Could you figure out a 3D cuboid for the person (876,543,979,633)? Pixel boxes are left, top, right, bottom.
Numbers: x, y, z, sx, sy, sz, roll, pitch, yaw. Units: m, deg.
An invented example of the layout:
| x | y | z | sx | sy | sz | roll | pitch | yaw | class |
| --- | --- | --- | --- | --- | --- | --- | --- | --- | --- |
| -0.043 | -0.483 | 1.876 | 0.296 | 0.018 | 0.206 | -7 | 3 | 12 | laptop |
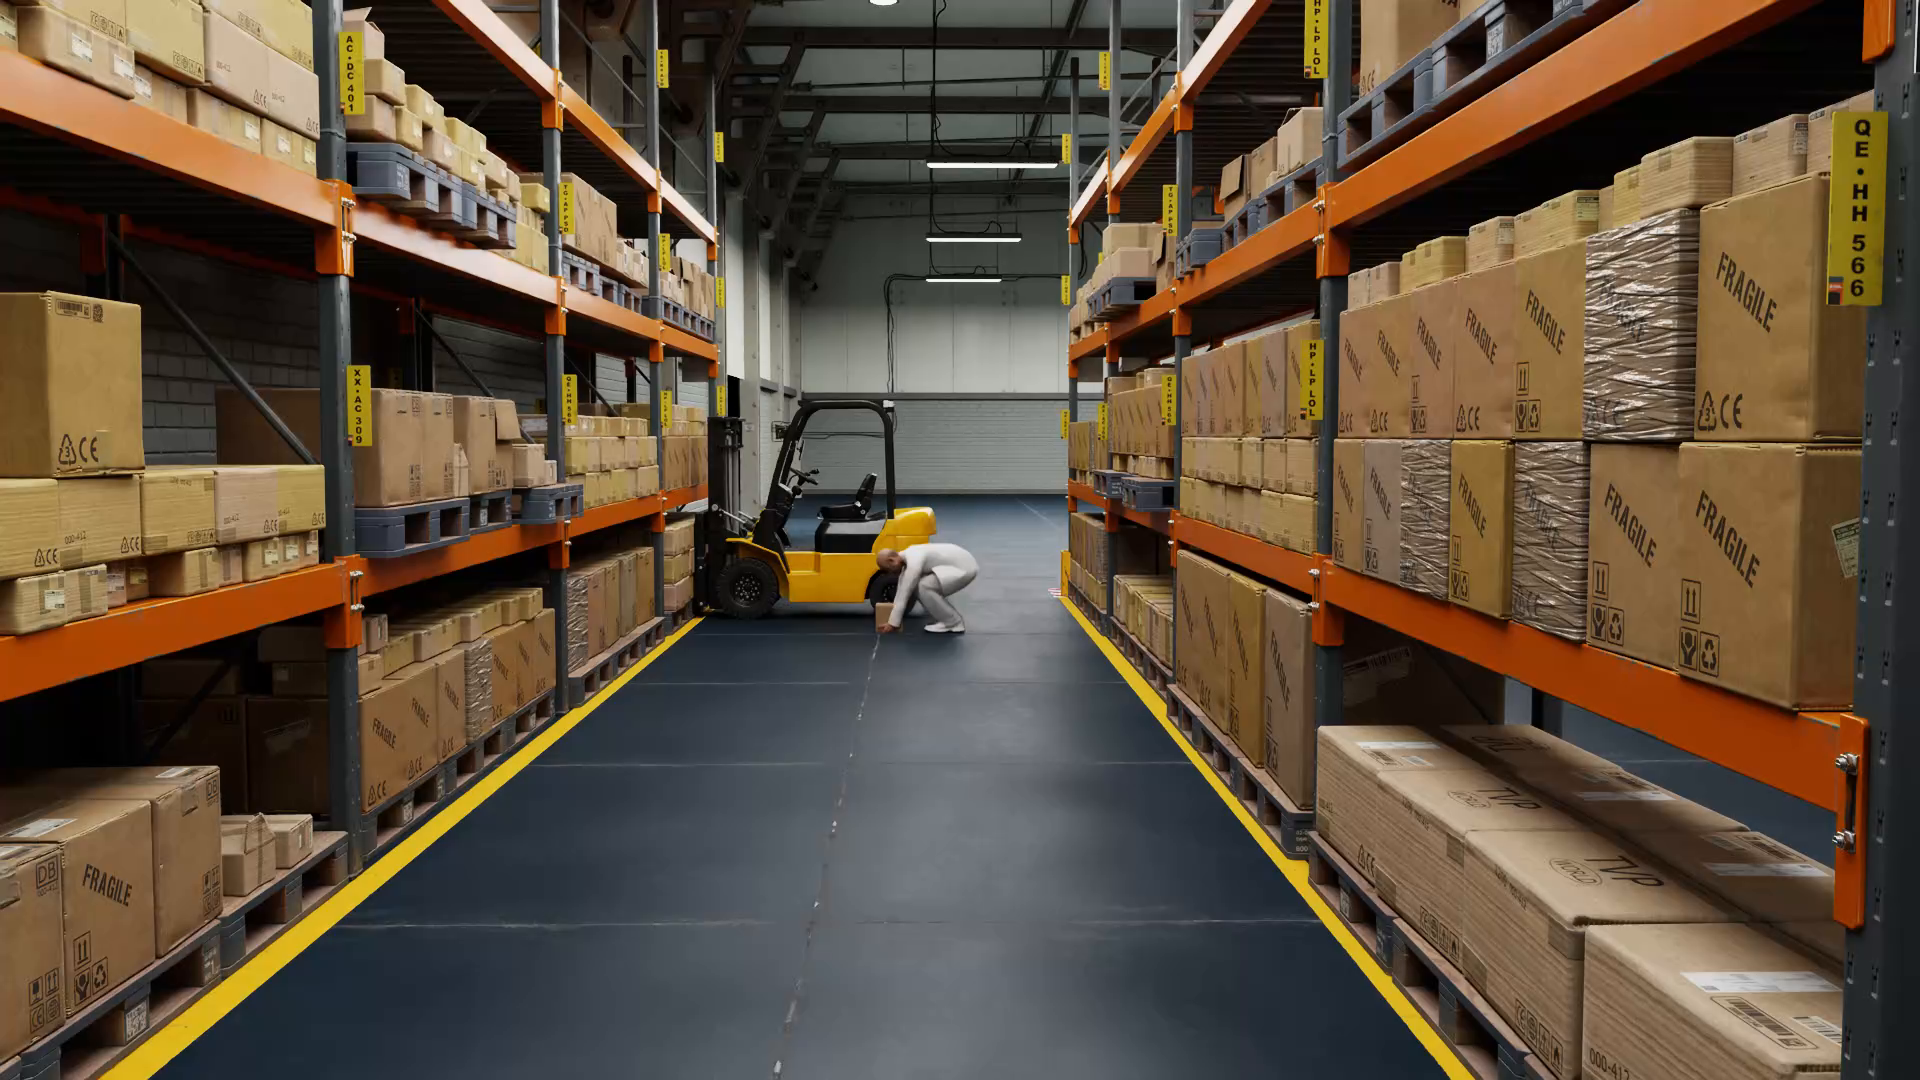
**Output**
| x | y | z | sx | sy | sz | roll | pitch | yaw | class |
| --- | --- | --- | --- | --- | --- | --- | --- | --- | --- |
| -0.298 | 0.447 | 15.392 | 0.949 | 0.836 | 0.582 | 0 | 4 | -3 | person |
